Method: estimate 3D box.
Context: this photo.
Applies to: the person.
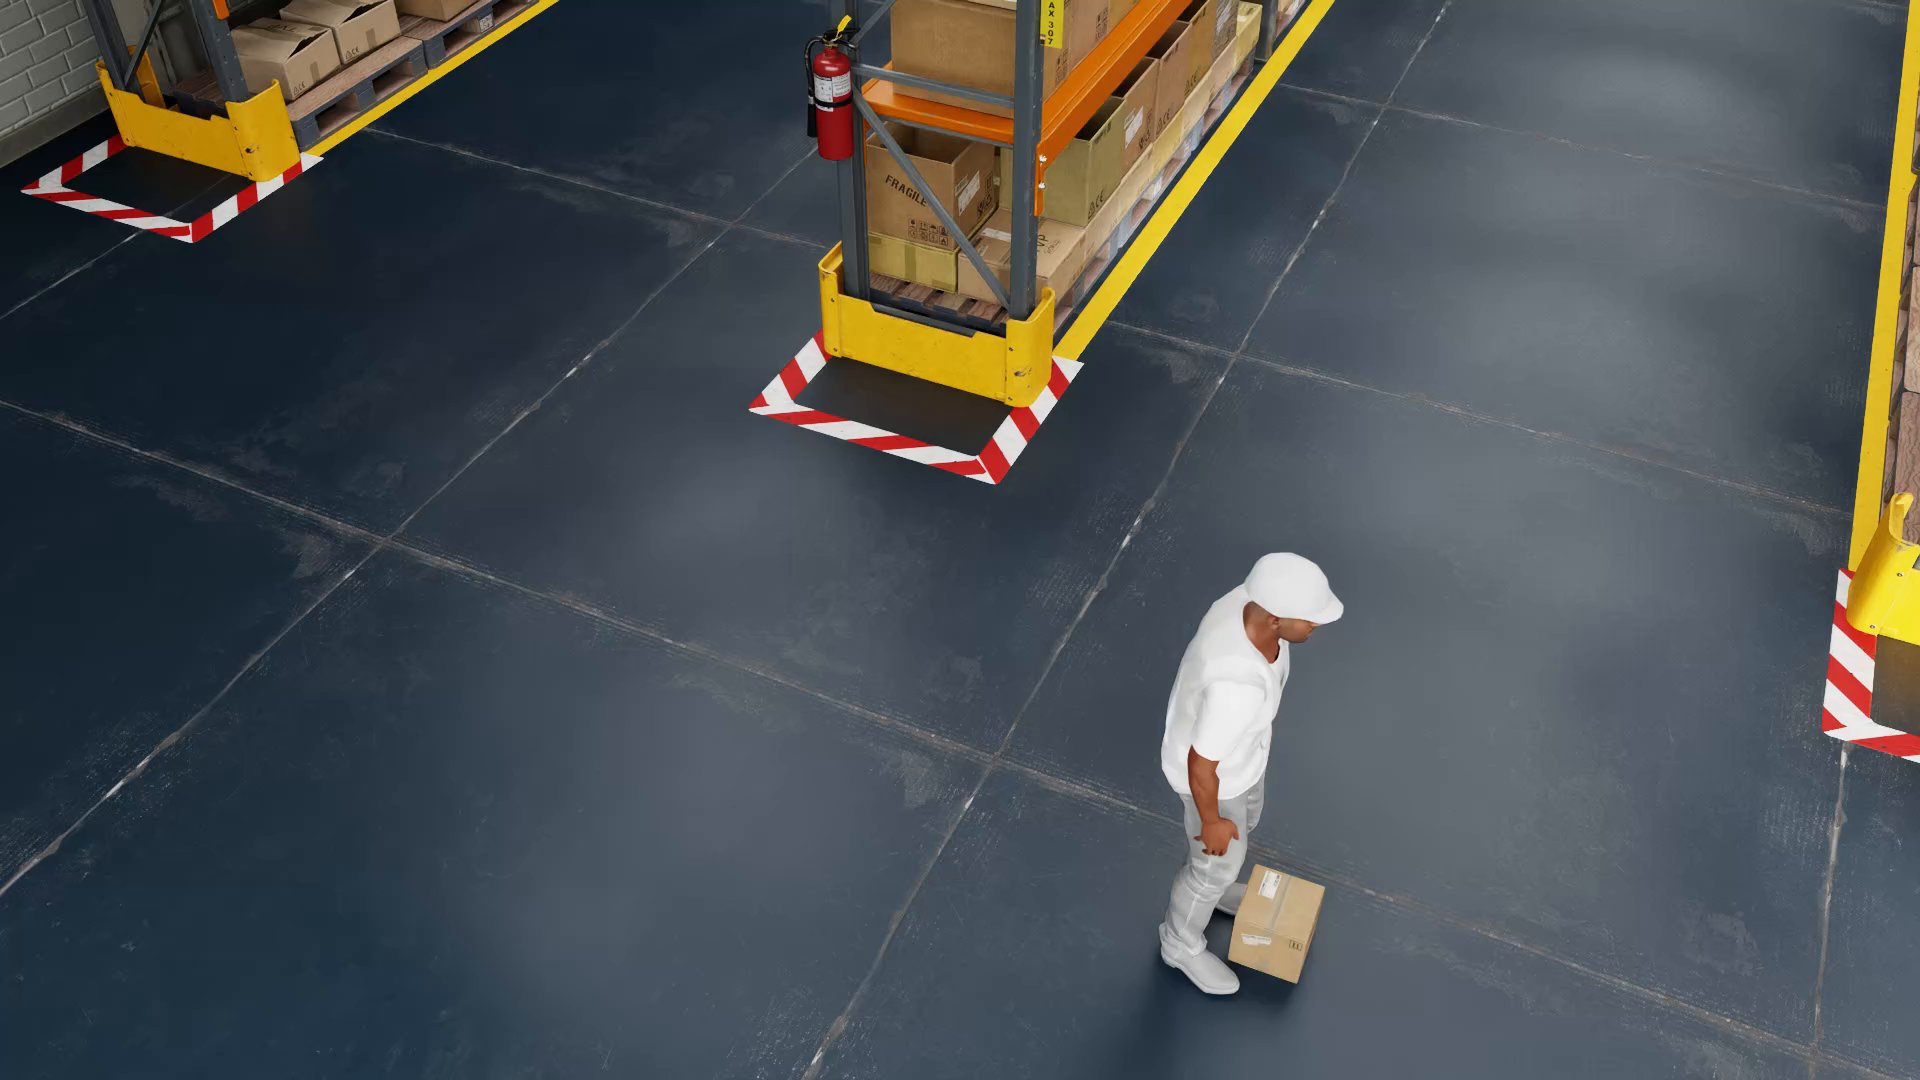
[{"bbox_3d":[0.885,0.712,5.349,0.462,1.759,0.623,16,44,17],"label":"person"}]
